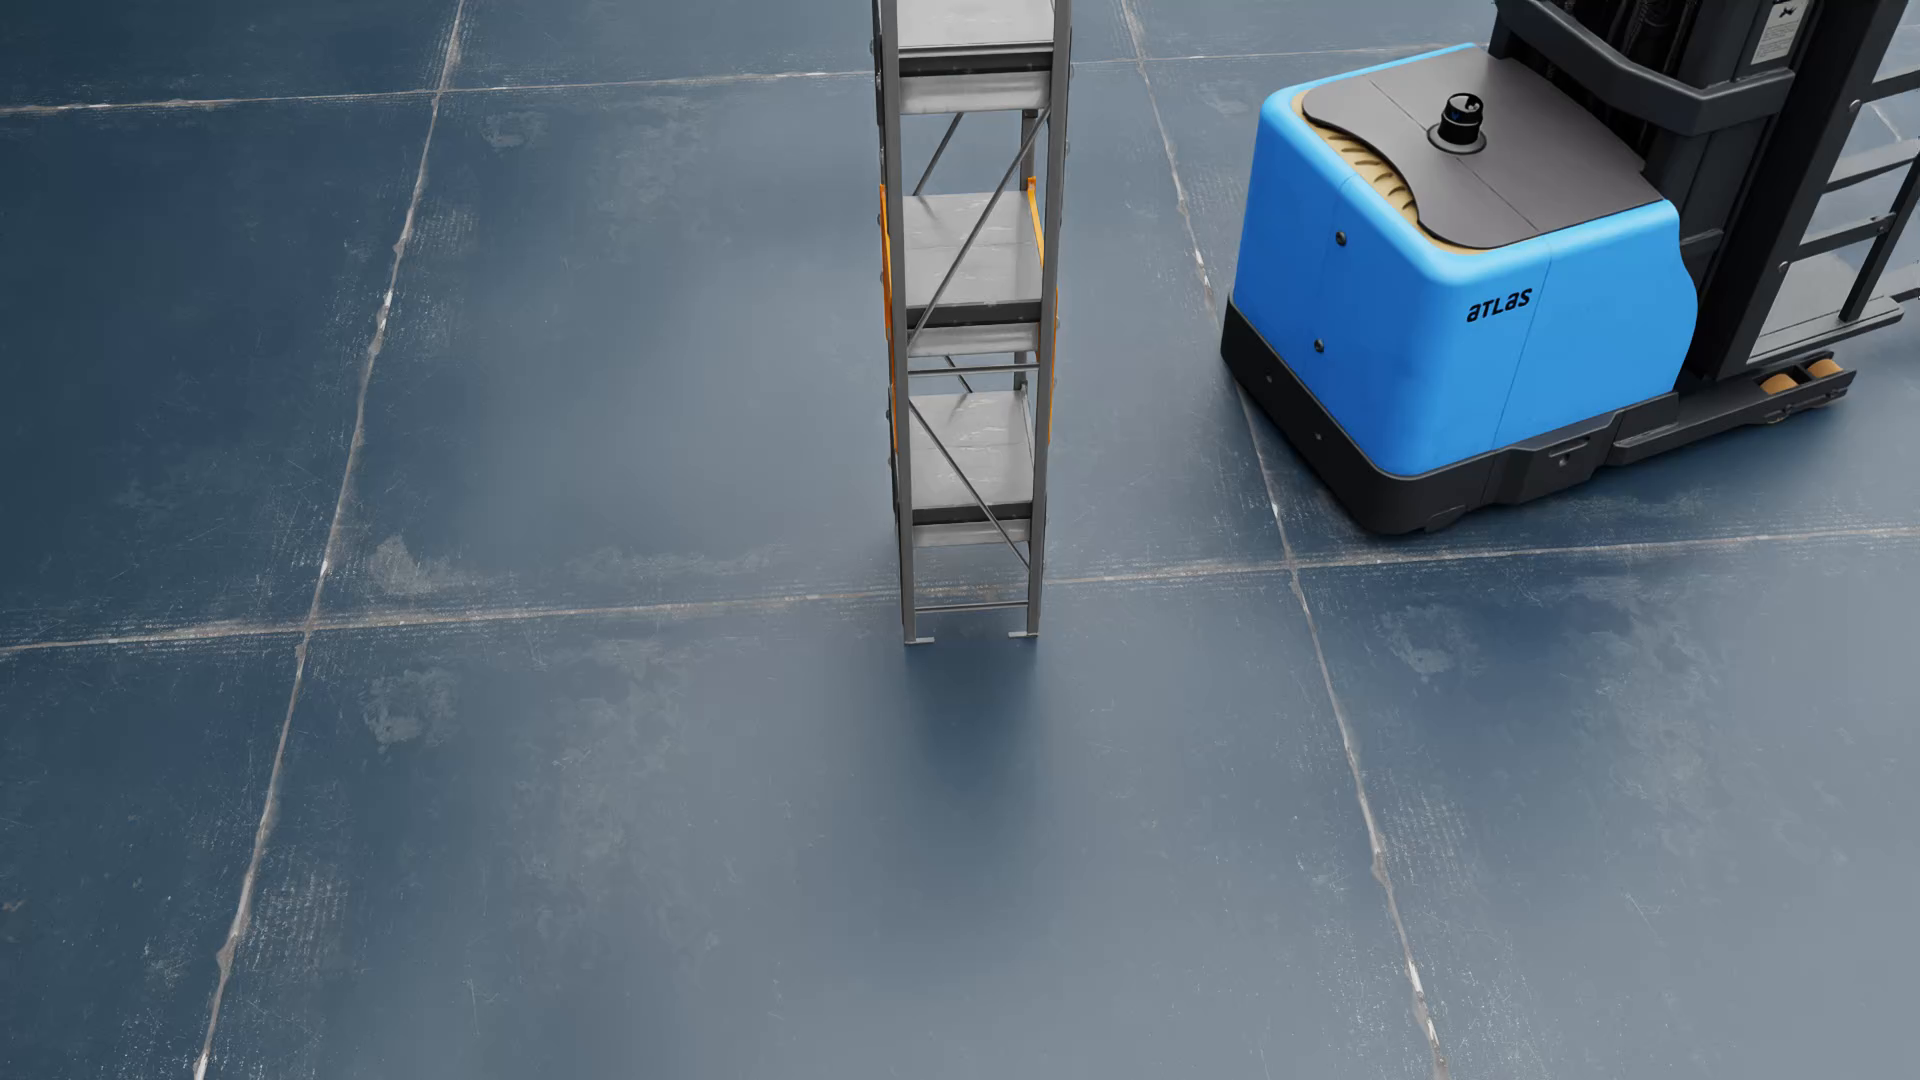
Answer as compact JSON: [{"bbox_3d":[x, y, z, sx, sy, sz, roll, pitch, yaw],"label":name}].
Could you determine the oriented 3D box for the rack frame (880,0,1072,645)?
[{"bbox_3d":[0.034,-0.426,4.207,0.400,2.100,0.015,-3,47,-3],"label":"rack frame"}]

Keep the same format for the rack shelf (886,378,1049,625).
[{"bbox_3d":[0.014,-0.112,4.892,0.431,0.518,0.480,-3,47,-3],"label":"rack shelf"}]

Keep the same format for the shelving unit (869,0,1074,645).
[{"bbox_3d":[0.014,-0.602,4.374,0.431,2.100,0.503,-3,47,-3],"label":"shelving unit"}]

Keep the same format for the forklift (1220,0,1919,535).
[{"bbox_3d":[2.467,-1.738,4.877,3.031,2.935,1.130,-18,49,-16],"label":"forklift"}]

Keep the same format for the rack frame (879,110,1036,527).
[{"bbox_3d":[-0.007,-0.779,4.541,0.400,2.100,0.015,-3,47,-3],"label":"rack frame"}]

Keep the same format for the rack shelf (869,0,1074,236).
[{"bbox_3d":[0.014,-1.074,3.876,0.431,0.518,0.480,-3,47,-3],"label":"rack shelf"}]

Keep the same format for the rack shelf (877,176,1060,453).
[{"bbox_3d":[0.014,-0.593,4.384,0.431,0.518,0.480,-3,47,-3],"label":"rack shelf"}]
